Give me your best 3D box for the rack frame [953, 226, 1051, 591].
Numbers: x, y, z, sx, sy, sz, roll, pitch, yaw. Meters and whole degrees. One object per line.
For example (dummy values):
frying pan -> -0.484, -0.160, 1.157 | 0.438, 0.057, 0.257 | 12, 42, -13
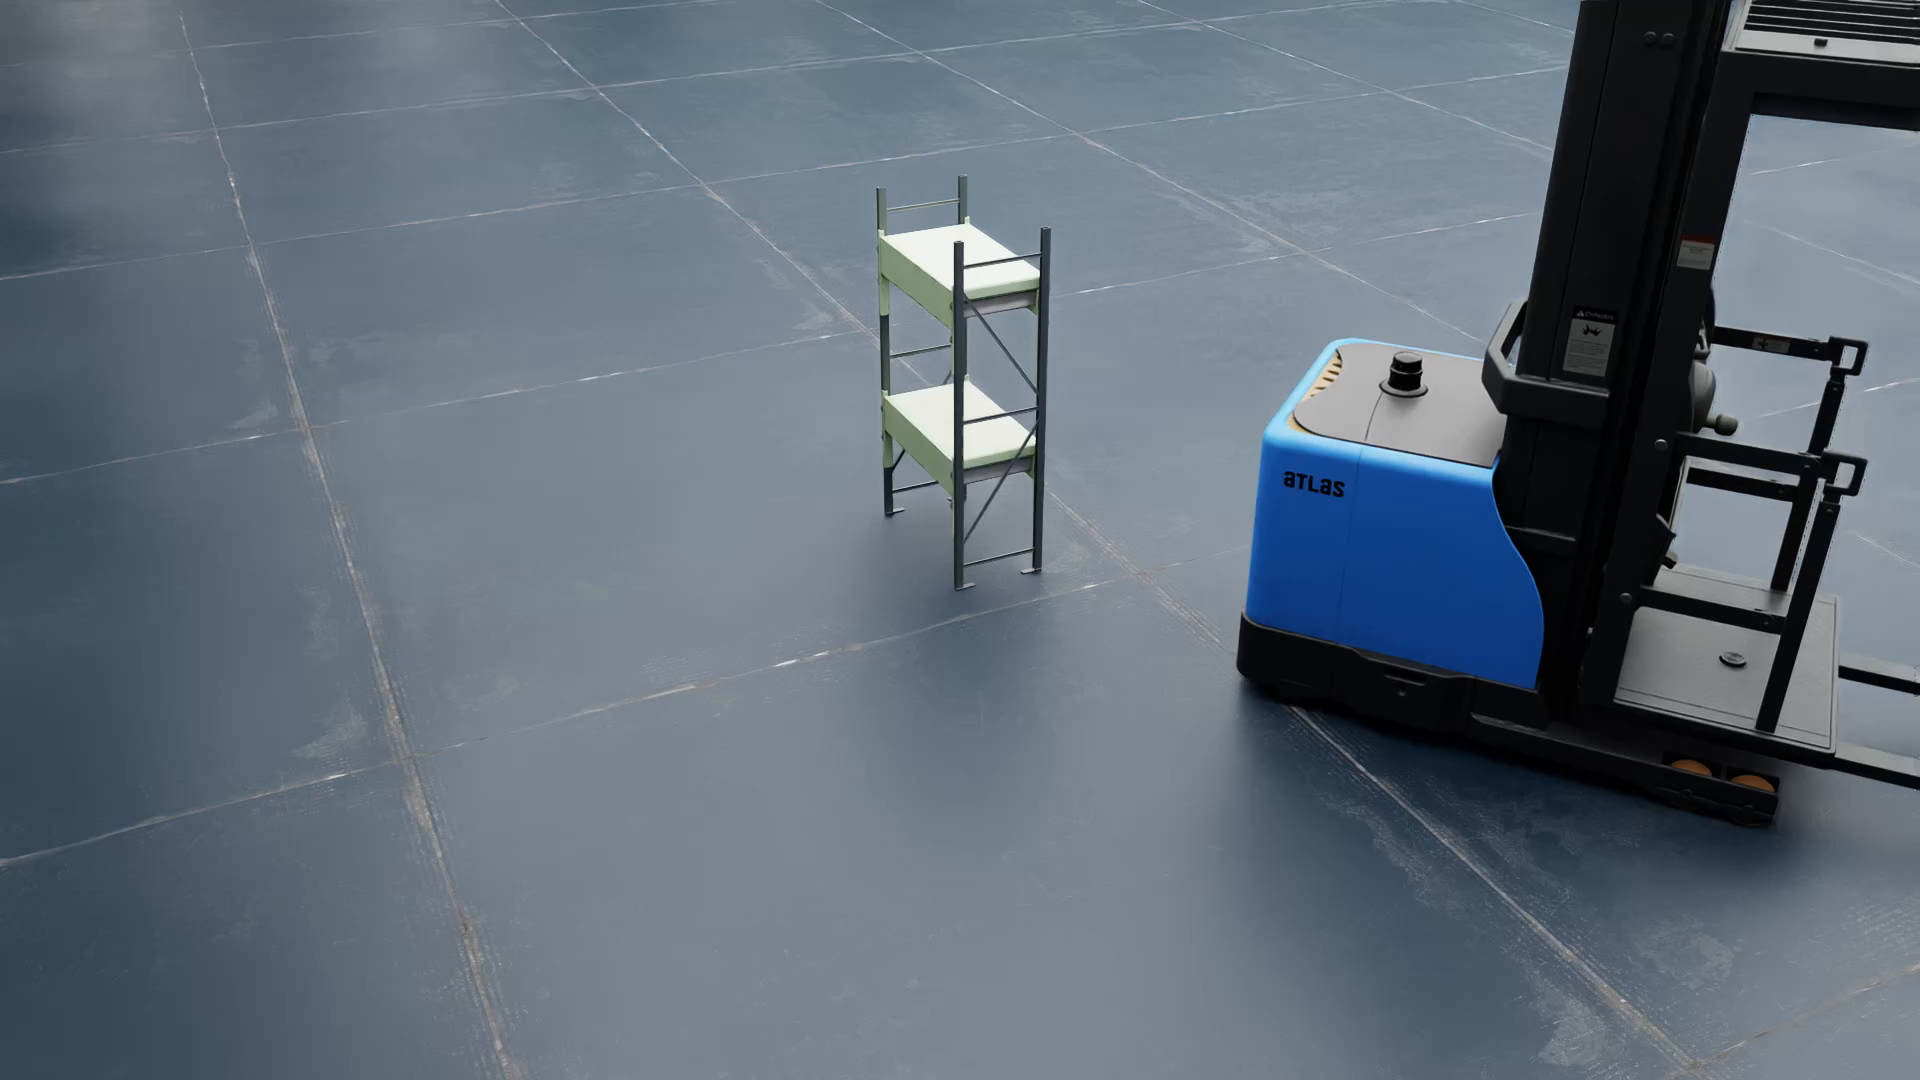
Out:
rack frame -> 0.160, -0.490, 6.590 | 0.400, 1.500, 0.023 | -13, 32, -22

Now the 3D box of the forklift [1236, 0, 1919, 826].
forklift -> 2.596, -0.622, 5.363 | 3.031, 2.935, 1.130 | 13, 32, 22

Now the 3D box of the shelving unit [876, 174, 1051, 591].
shelving unit -> 0.003, -0.651, 6.878 | 0.431, 1.500, 0.755 | -13, 32, -22

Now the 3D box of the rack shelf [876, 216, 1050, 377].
rack shelf -> 0.003, -0.992, 6.687 | 0.431, 0.370, 0.720 | -13, 32, -22

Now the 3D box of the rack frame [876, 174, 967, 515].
rack frame -> -0.154, -0.813, 7.166 | 0.400, 1.500, 0.023 | -13, 32, -22

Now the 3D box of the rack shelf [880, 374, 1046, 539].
rack shelf -> 0.003, -0.367, 7.037 | 0.431, 0.370, 0.720 | -13, 32, -22
